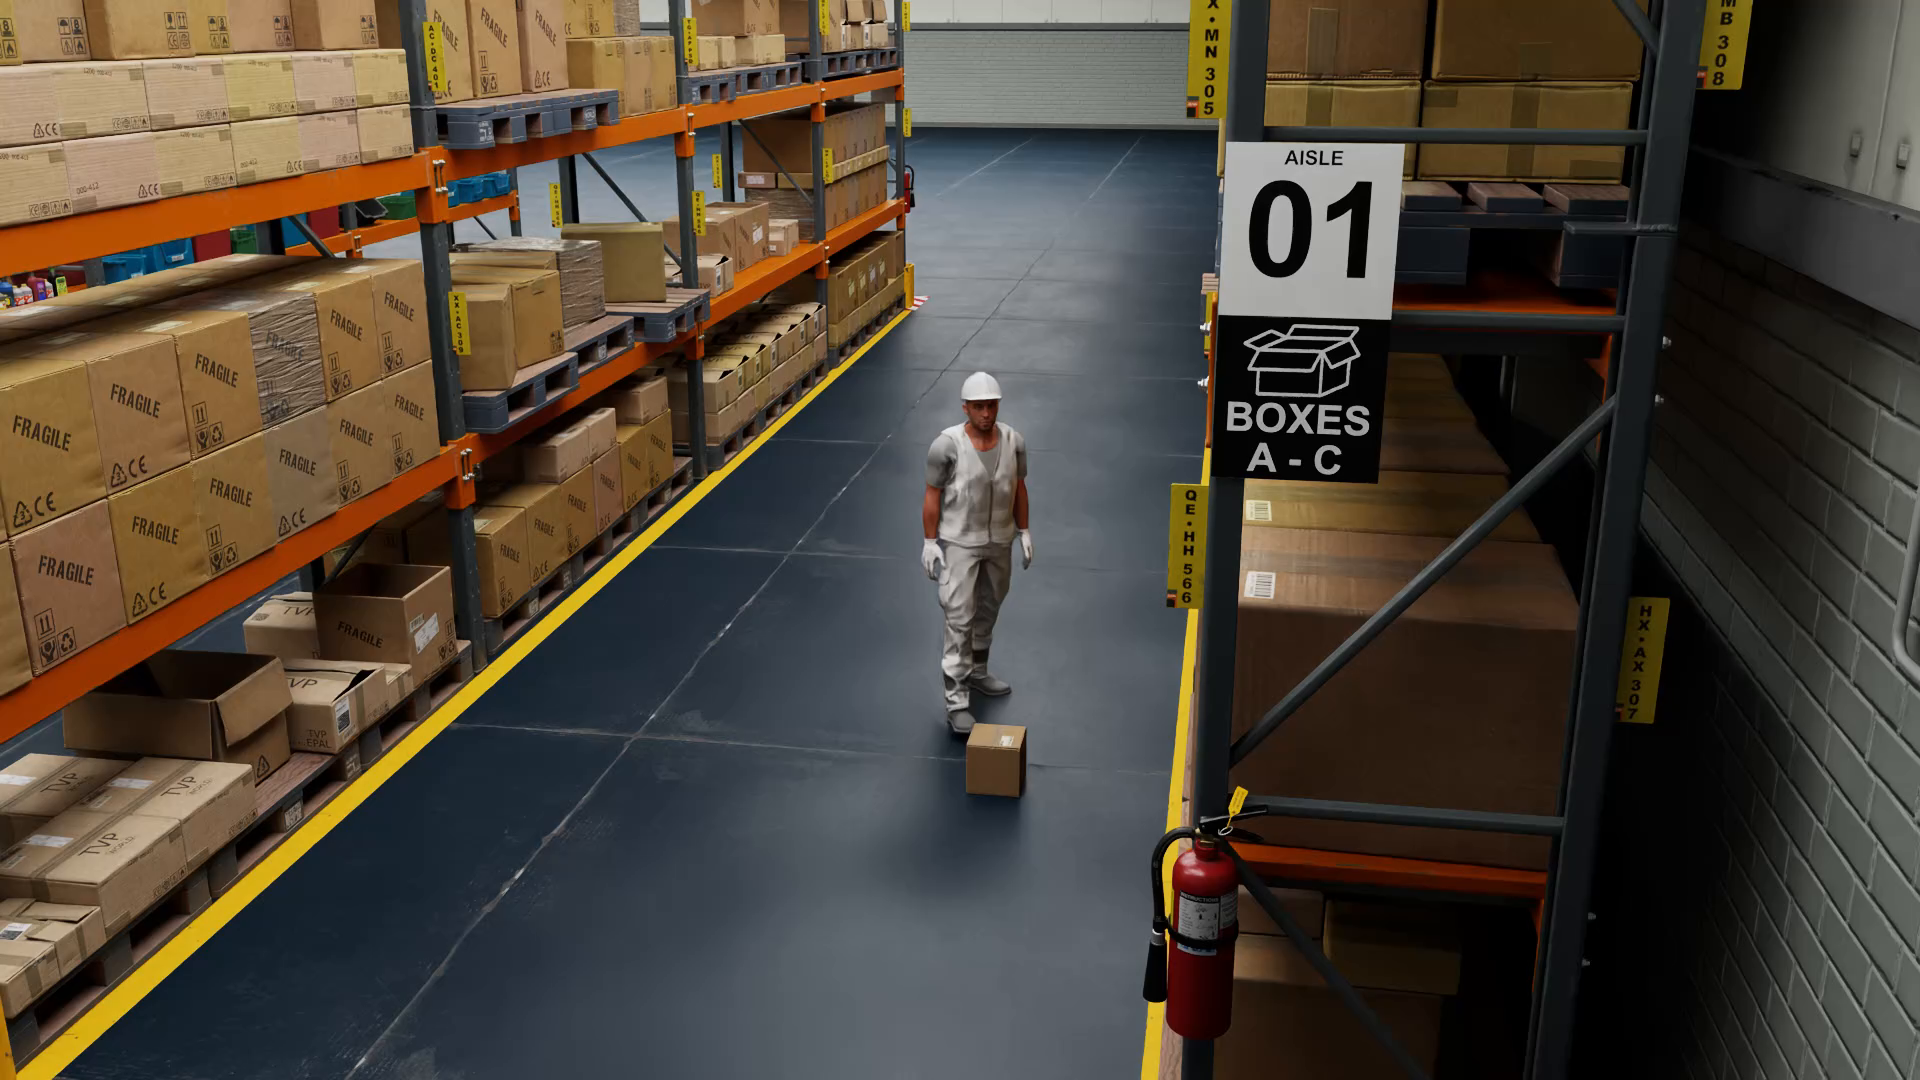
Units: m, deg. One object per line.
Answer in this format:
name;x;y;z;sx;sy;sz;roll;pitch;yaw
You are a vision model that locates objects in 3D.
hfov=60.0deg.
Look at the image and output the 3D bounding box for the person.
person;0.128;0.035;8.357;0.613;1.772;0.705;-9;20;-26
